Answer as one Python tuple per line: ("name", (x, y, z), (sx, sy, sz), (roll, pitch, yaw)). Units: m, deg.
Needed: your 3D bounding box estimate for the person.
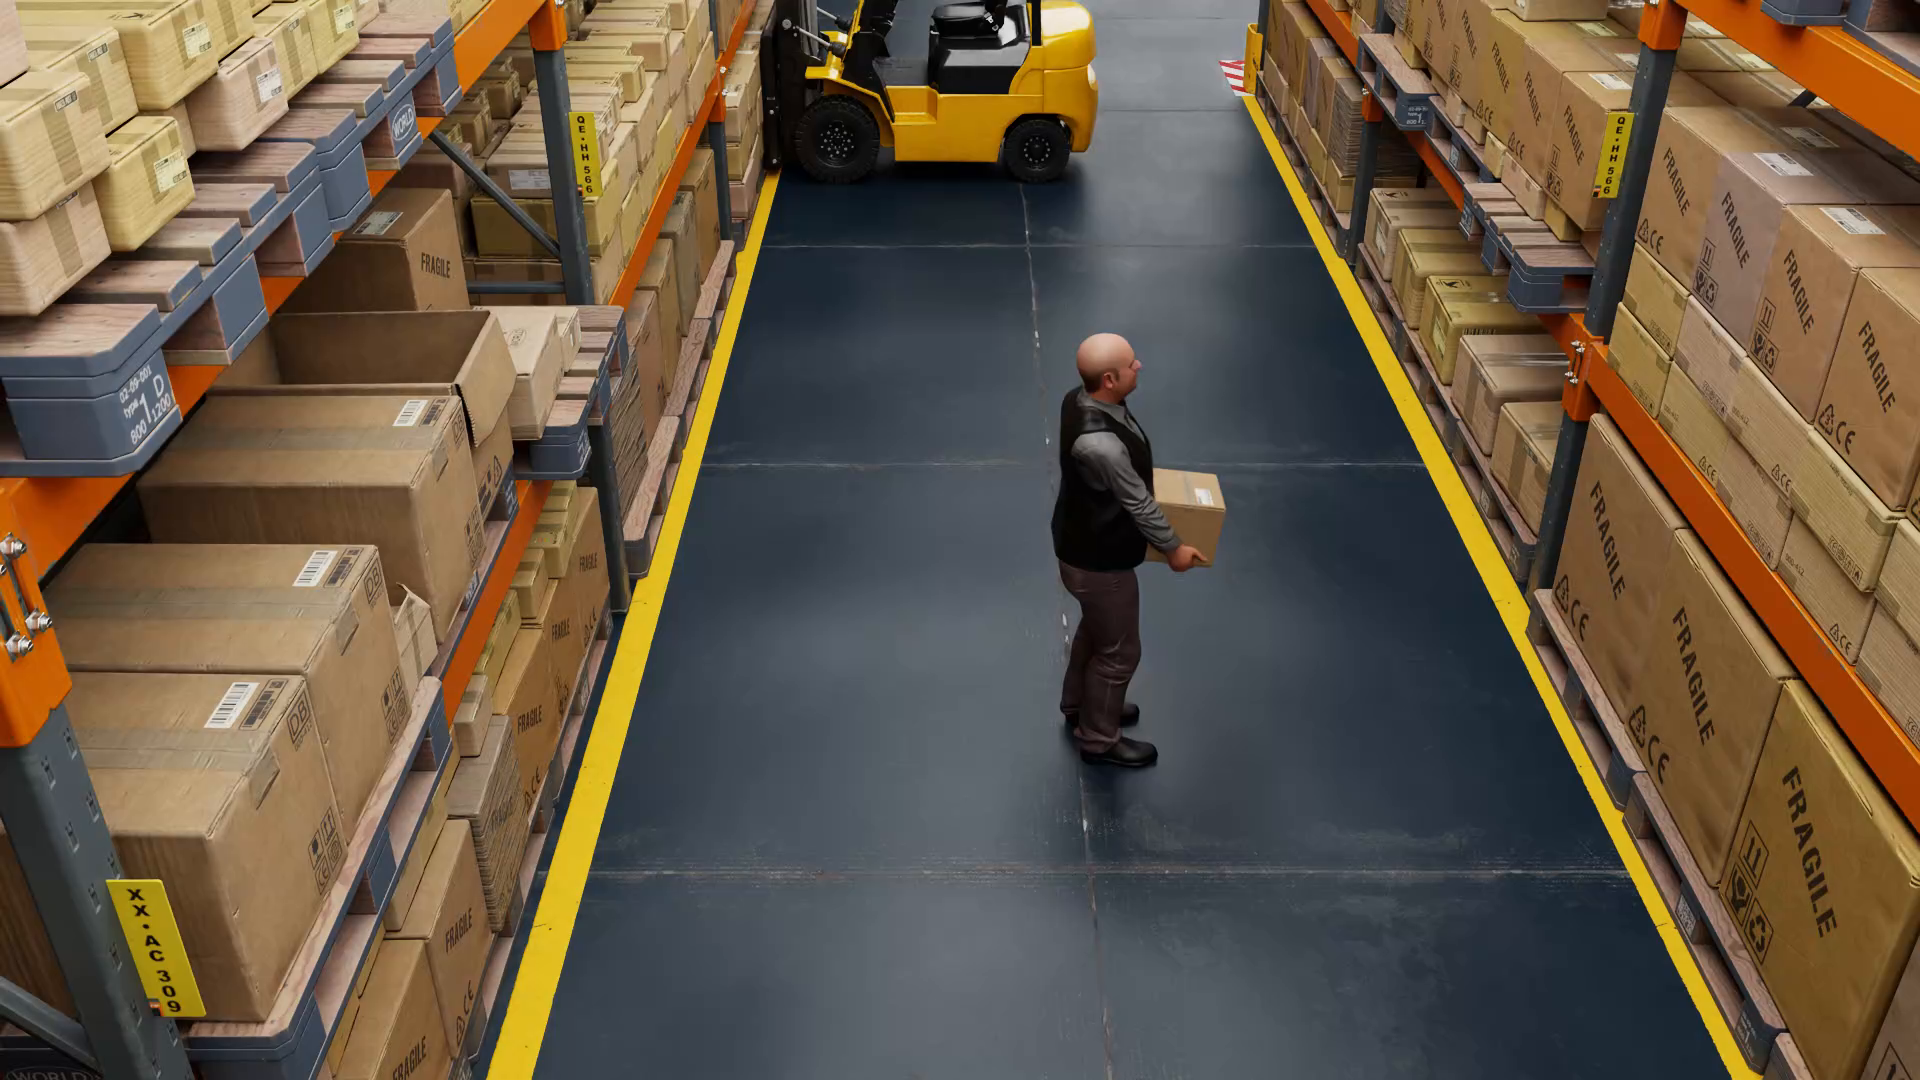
("person", (0.610, 0.039, 6.100), (0.547, 1.719, 0.495), (0, 31, 0))
